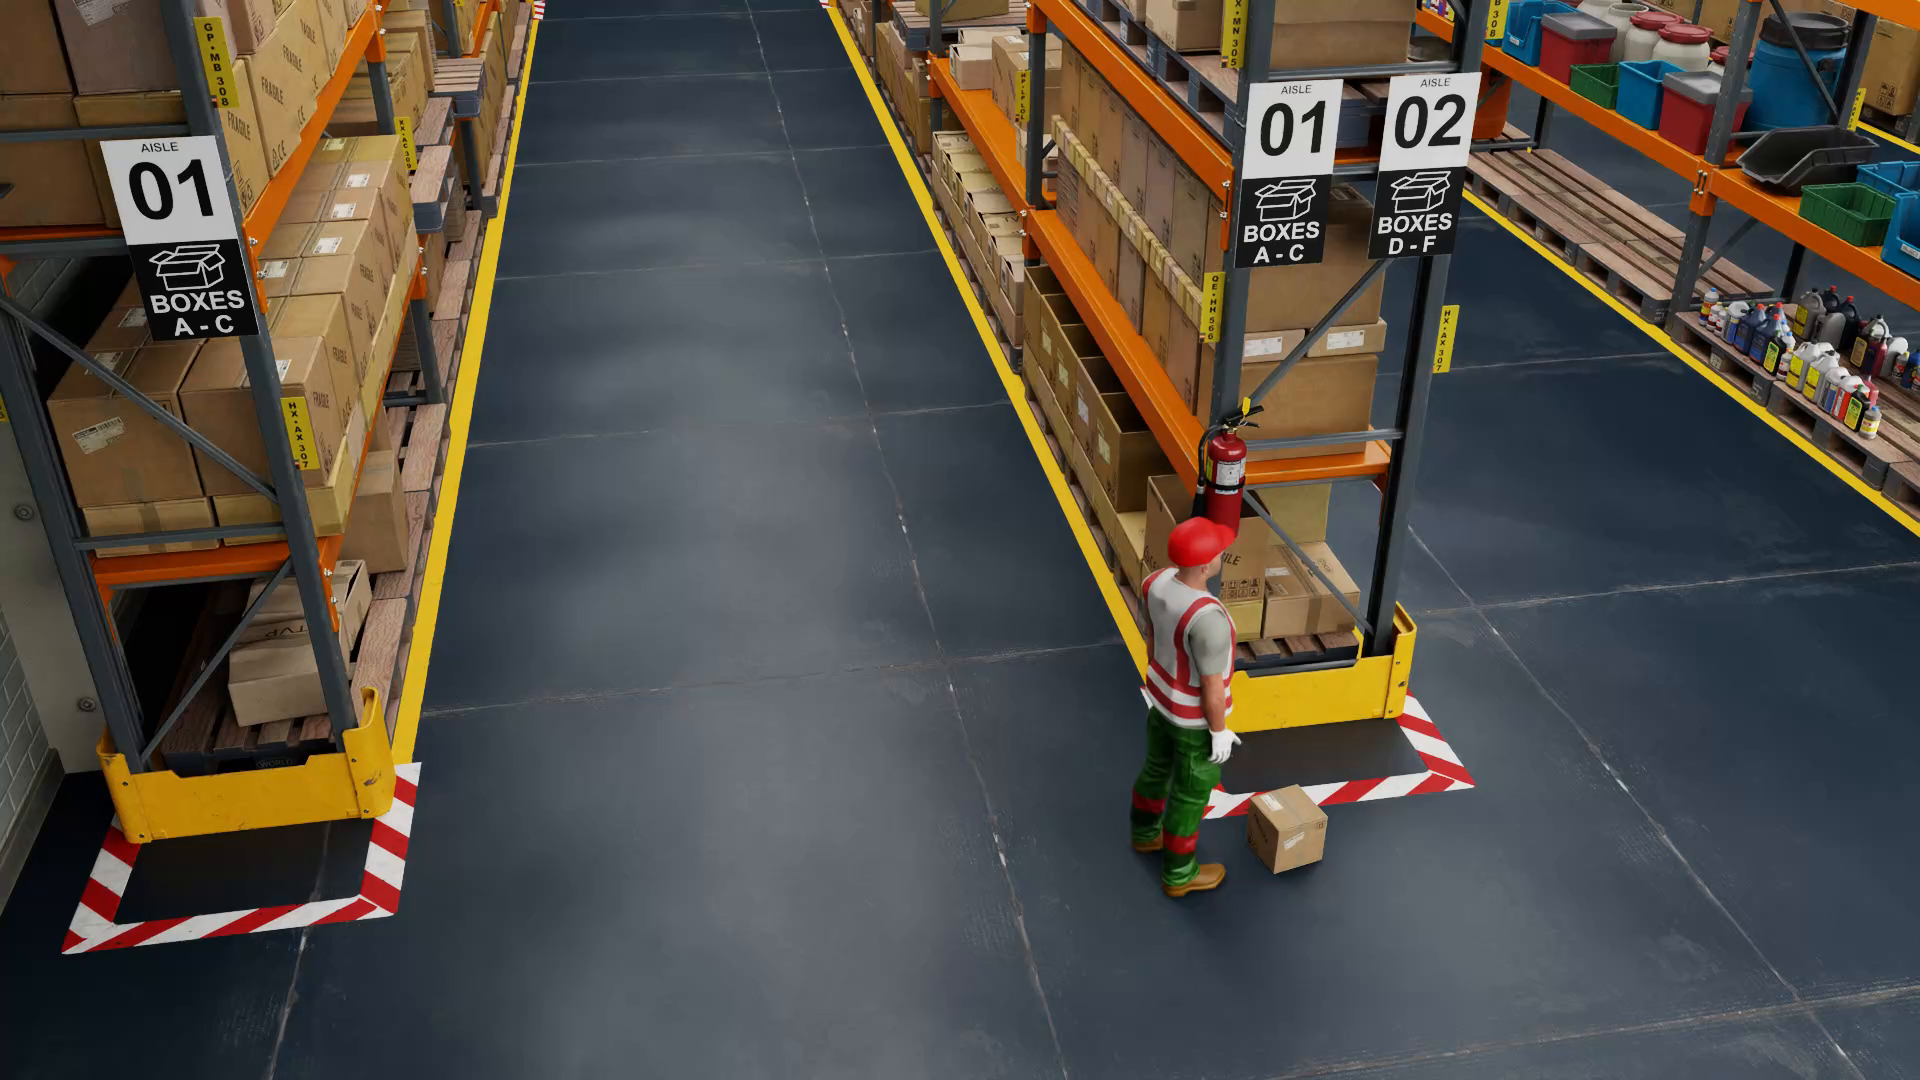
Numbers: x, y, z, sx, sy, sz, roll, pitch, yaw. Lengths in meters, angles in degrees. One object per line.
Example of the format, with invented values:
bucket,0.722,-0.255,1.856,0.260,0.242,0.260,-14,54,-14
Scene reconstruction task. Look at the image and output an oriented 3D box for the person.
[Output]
person,0.961,0.689,6.938,0.350,1.790,0.534,-12,32,-19
